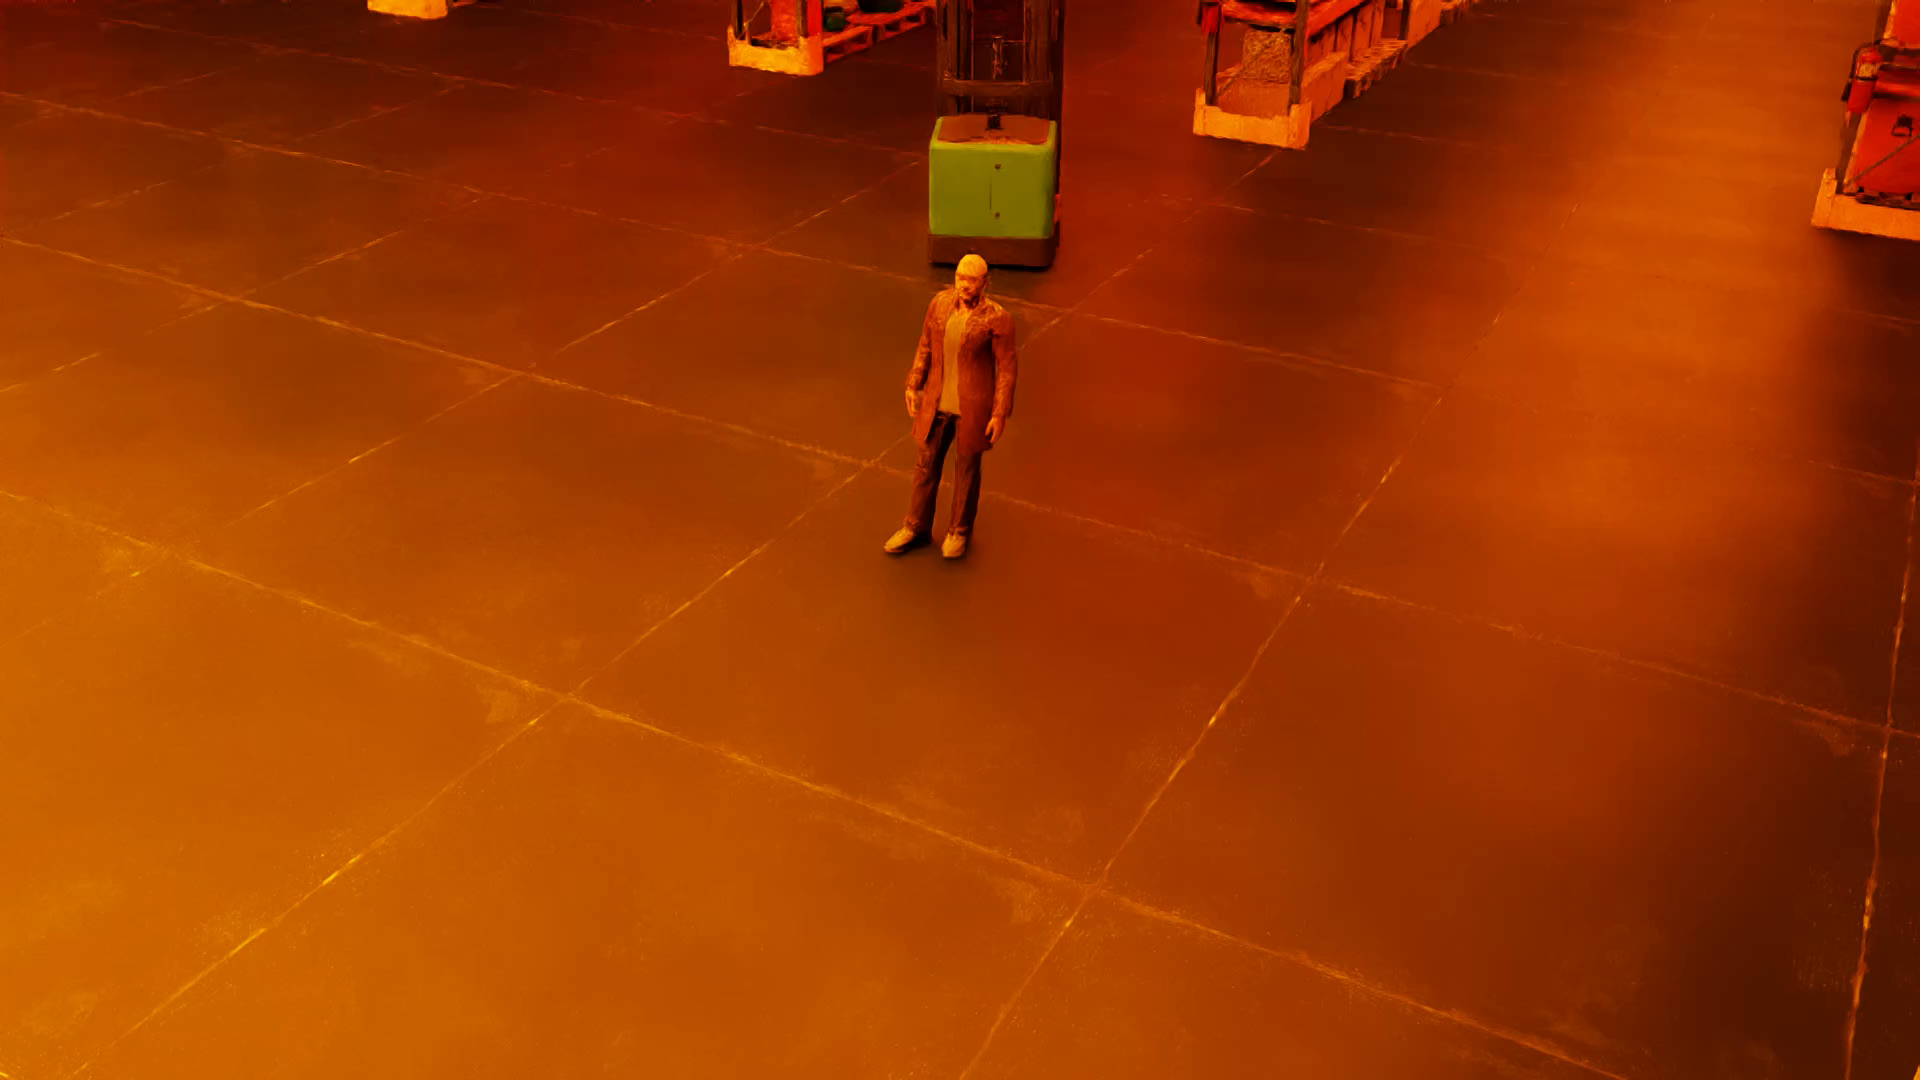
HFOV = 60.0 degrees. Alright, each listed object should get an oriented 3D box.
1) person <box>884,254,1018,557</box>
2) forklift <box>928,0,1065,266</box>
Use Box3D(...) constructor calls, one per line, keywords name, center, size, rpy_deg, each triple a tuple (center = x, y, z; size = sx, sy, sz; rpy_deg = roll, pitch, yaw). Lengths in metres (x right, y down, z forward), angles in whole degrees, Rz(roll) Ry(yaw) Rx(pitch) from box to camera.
Box3D(name="person", center=(-0.048, -0.738, 9.487), size=(0.694, 1.776, 0.580), rpy_deg=(15, 33, 25))
Box3D(name="forklift", center=(0.363, -4.254, 14.441), size=(1.130, 2.935, 3.031), rpy_deg=(2, 30, 4))
